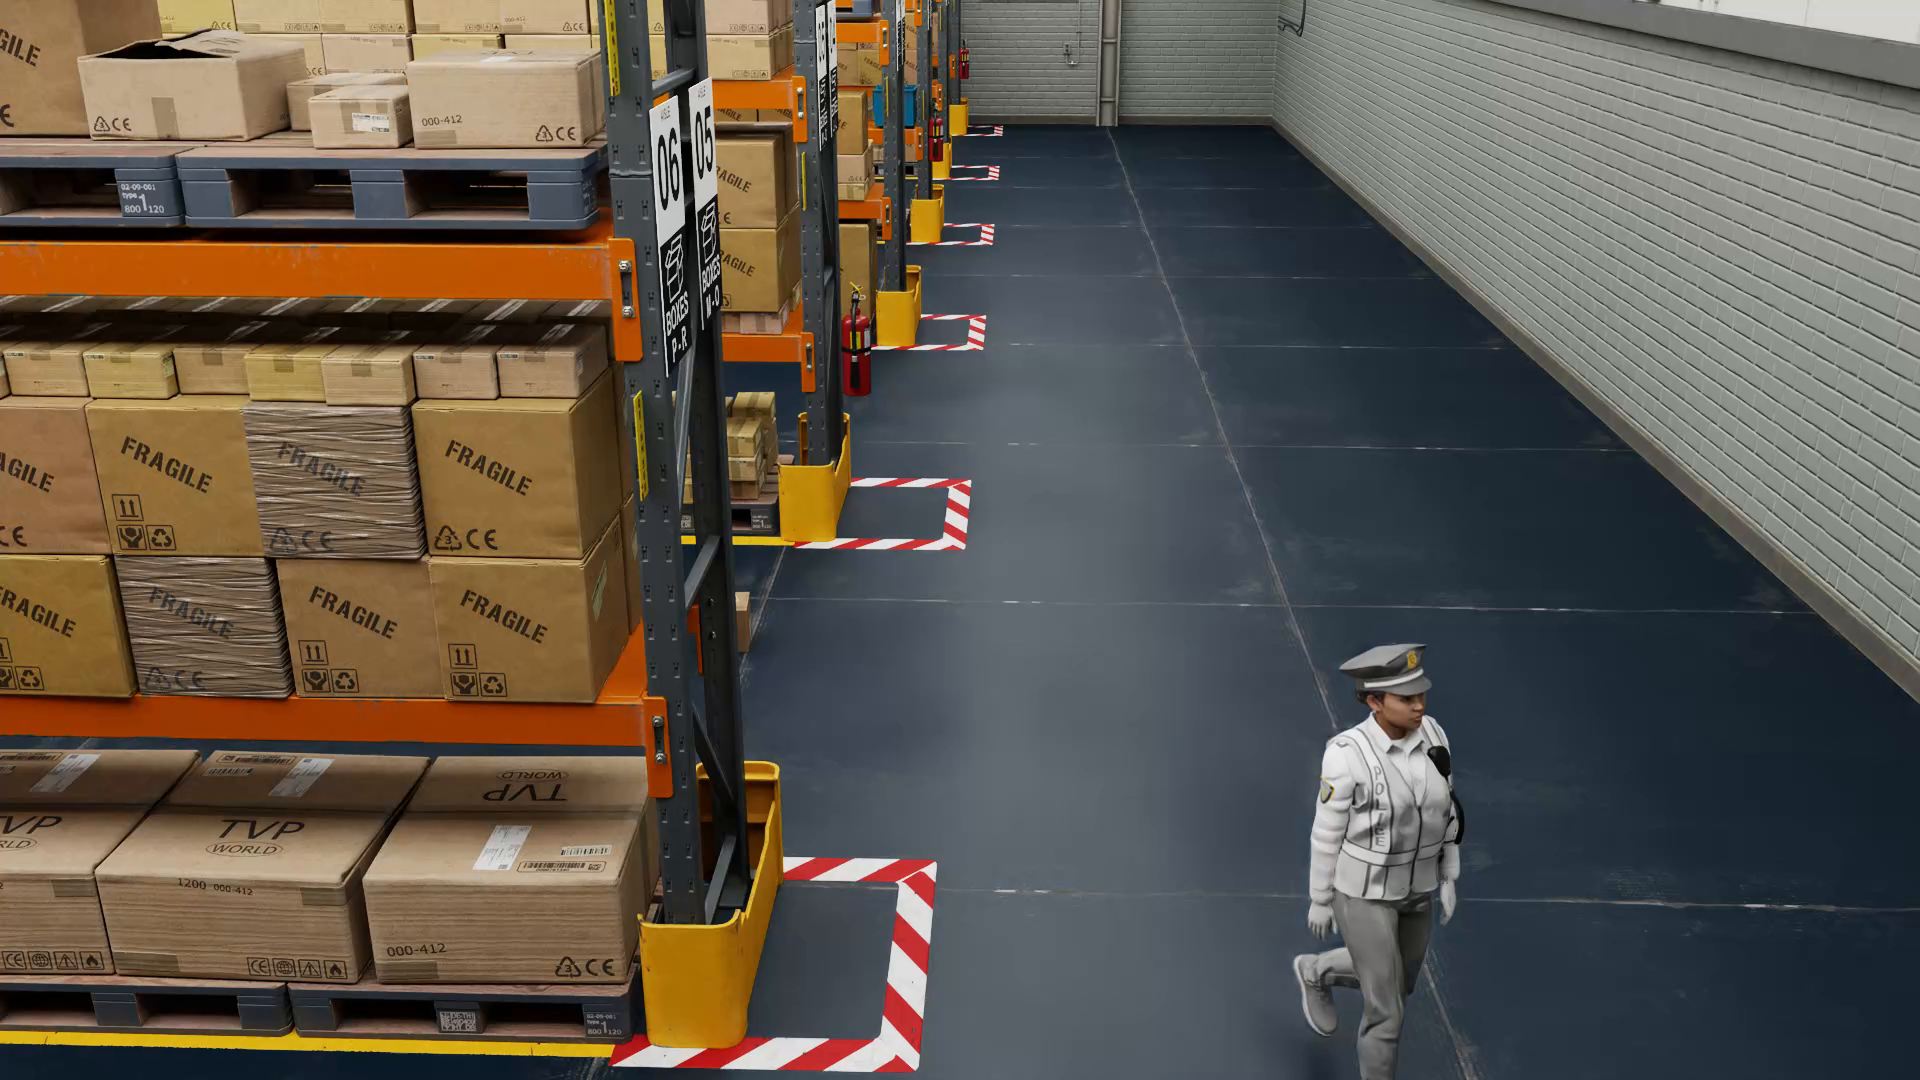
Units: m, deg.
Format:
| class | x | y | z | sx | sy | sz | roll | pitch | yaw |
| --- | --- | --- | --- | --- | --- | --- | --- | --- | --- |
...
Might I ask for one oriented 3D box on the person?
| class | x | y | z | sx | sy | sz | roll | pitch | yaw |
| --- | --- | --- | --- | --- | --- | --- | --- | --- | --- |
| person | 1.336 | 1.067 | 5.301 | 0.491 | 1.661 | 0.814 | -11 | 23 | -26 |
